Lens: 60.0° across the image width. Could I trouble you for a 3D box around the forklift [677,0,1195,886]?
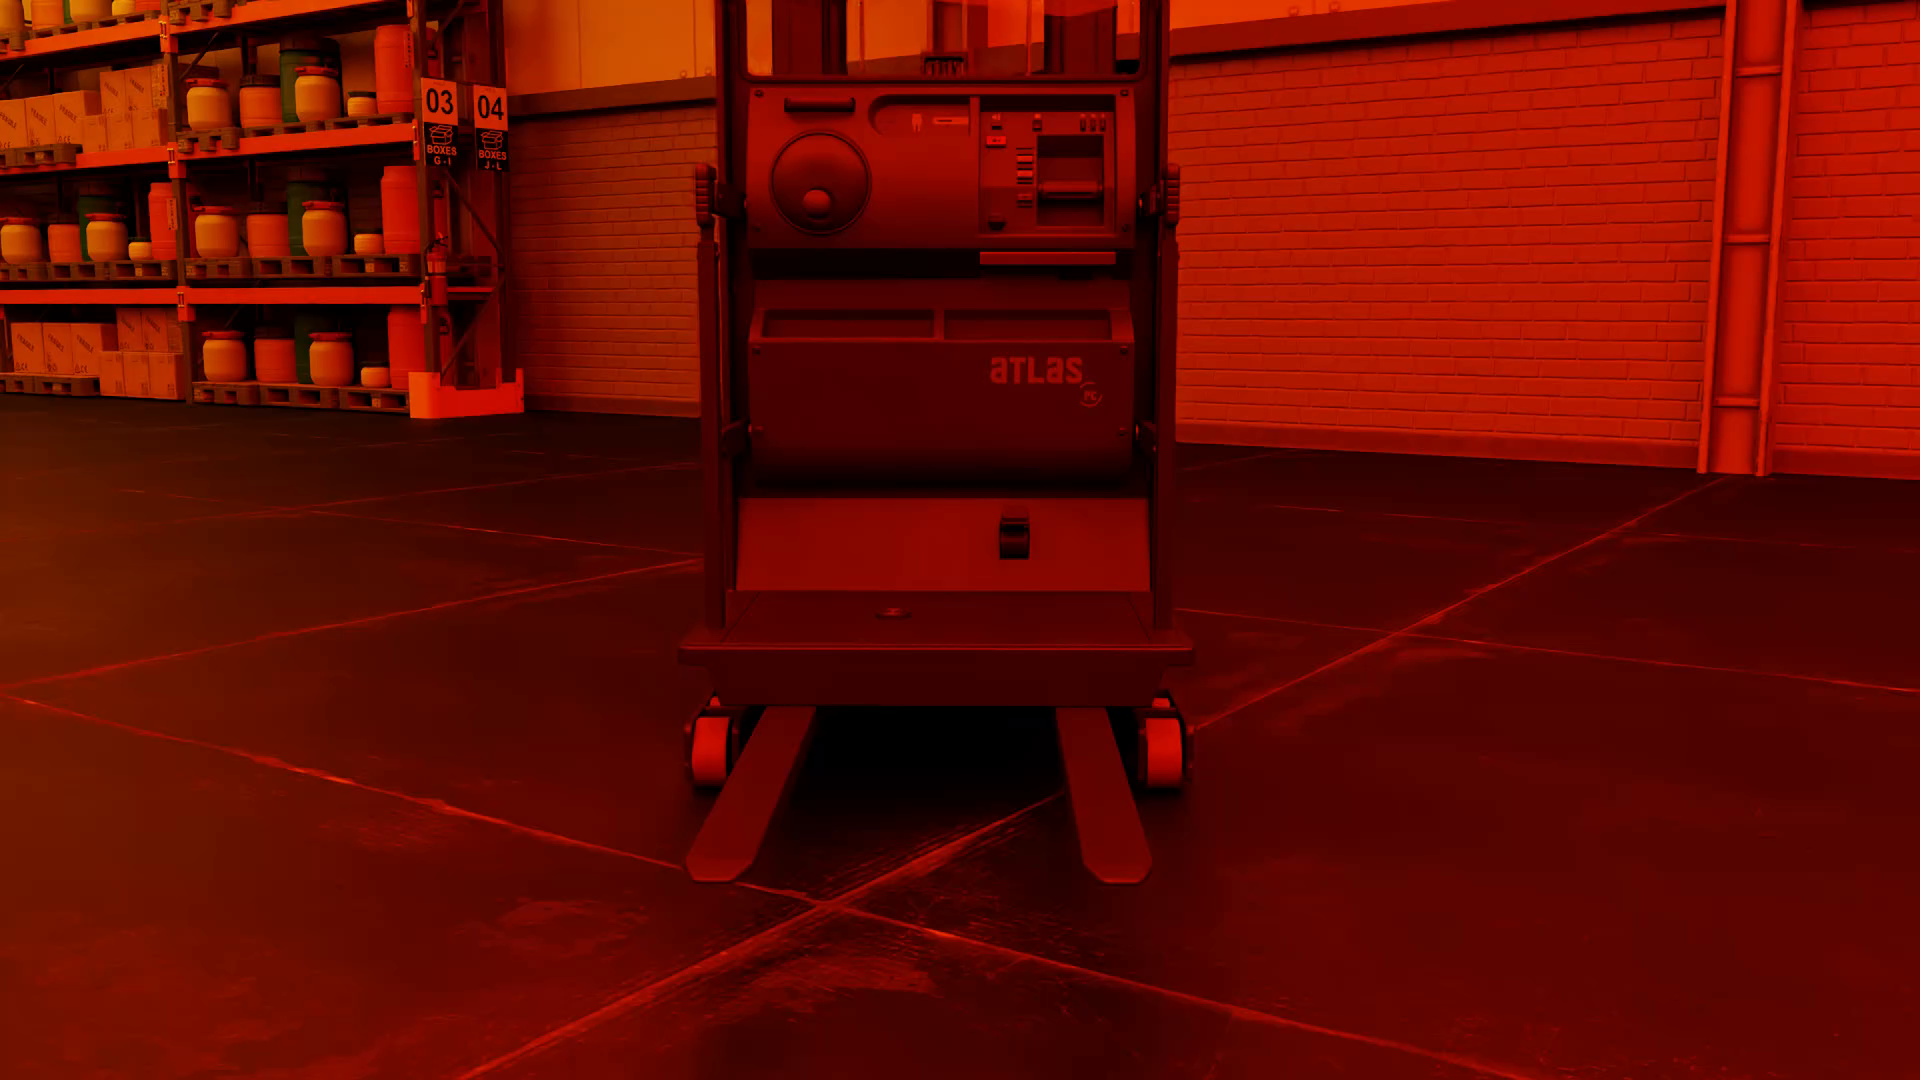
[{"bbox_3d":[-0.045,-0.938,3.788,1.130,2.935,3.031,0,8,1],"label":"forklift"}]
